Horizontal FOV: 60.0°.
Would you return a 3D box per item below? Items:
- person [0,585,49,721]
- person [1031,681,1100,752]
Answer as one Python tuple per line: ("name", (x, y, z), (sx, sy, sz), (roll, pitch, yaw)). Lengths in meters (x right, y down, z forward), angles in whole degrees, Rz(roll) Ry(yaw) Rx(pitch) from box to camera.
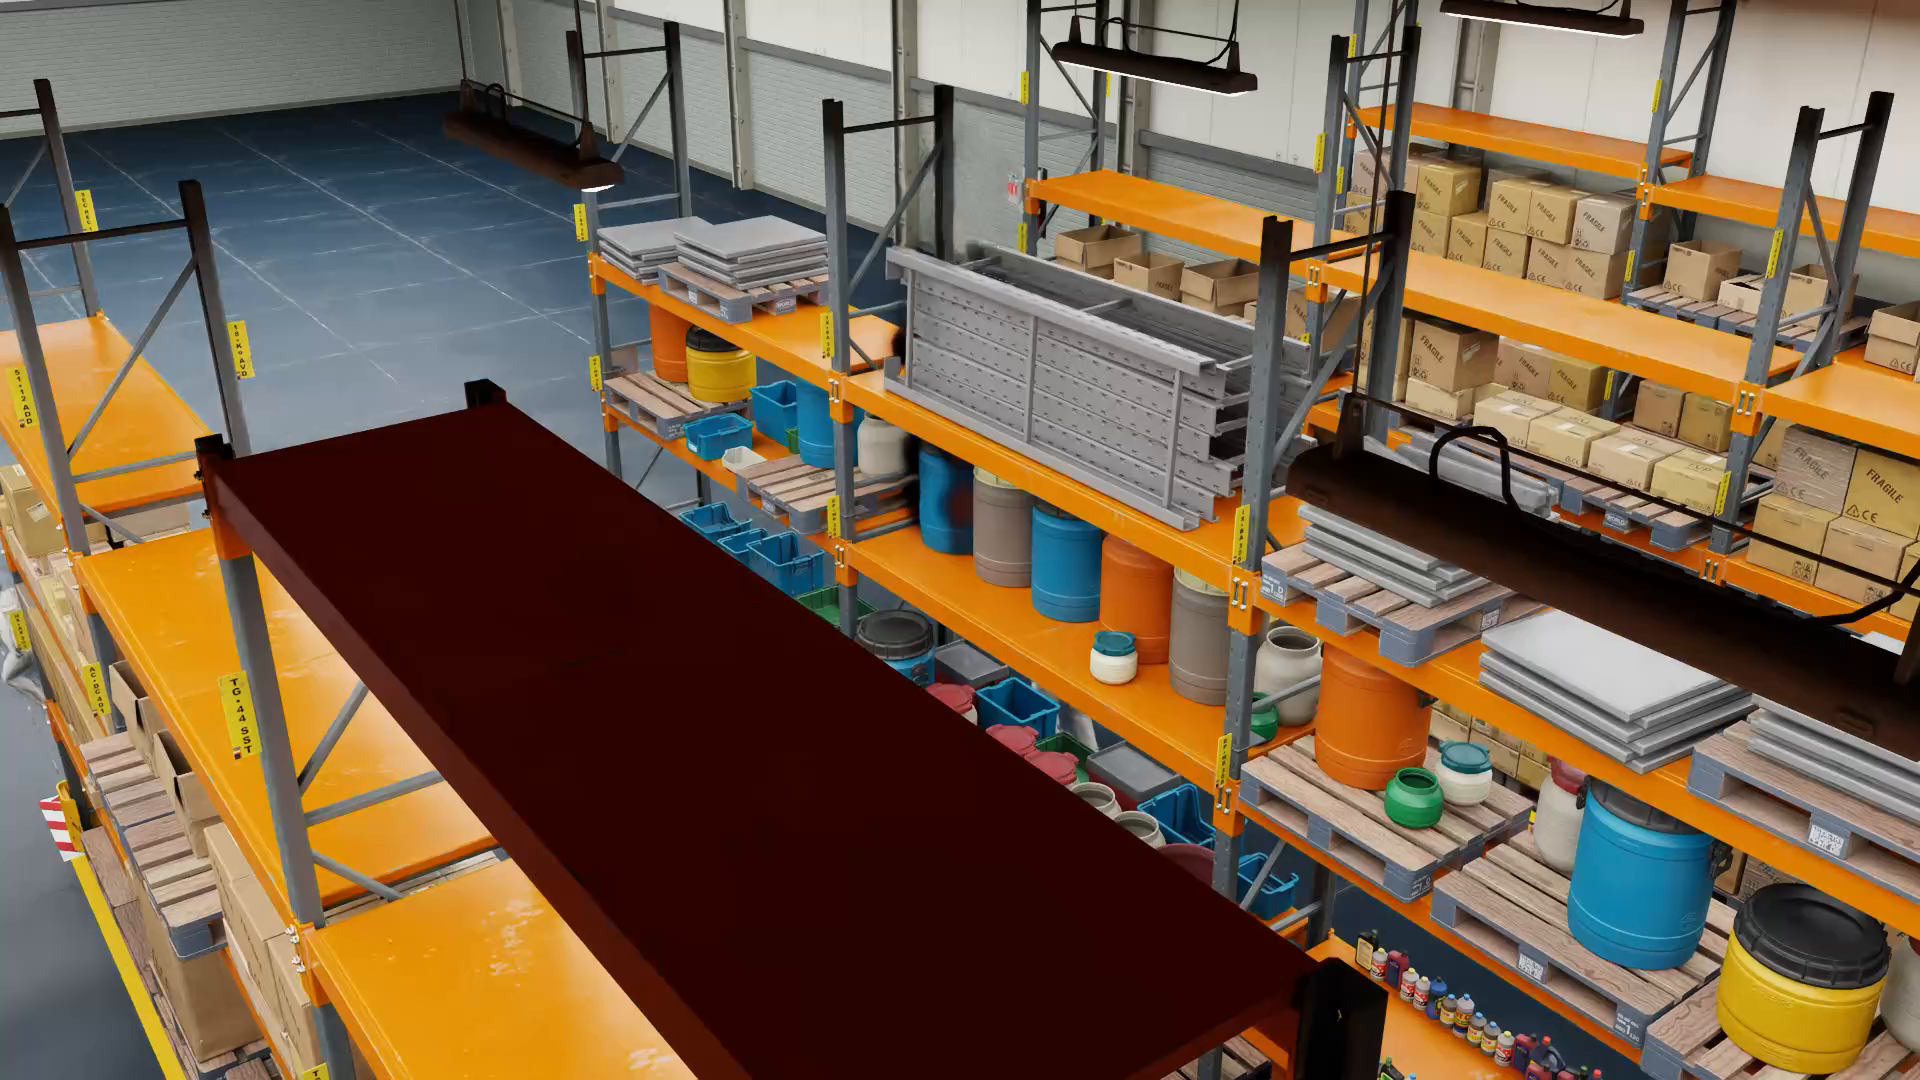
("person", (-8.437, 1.014, 14.968), (0.878, 1.517, 0.639), (3, 25, 6))
("person", (0.913, 1.170, 14.364), (0.647, 1.823, 0.852), (-19, 31, -34))
